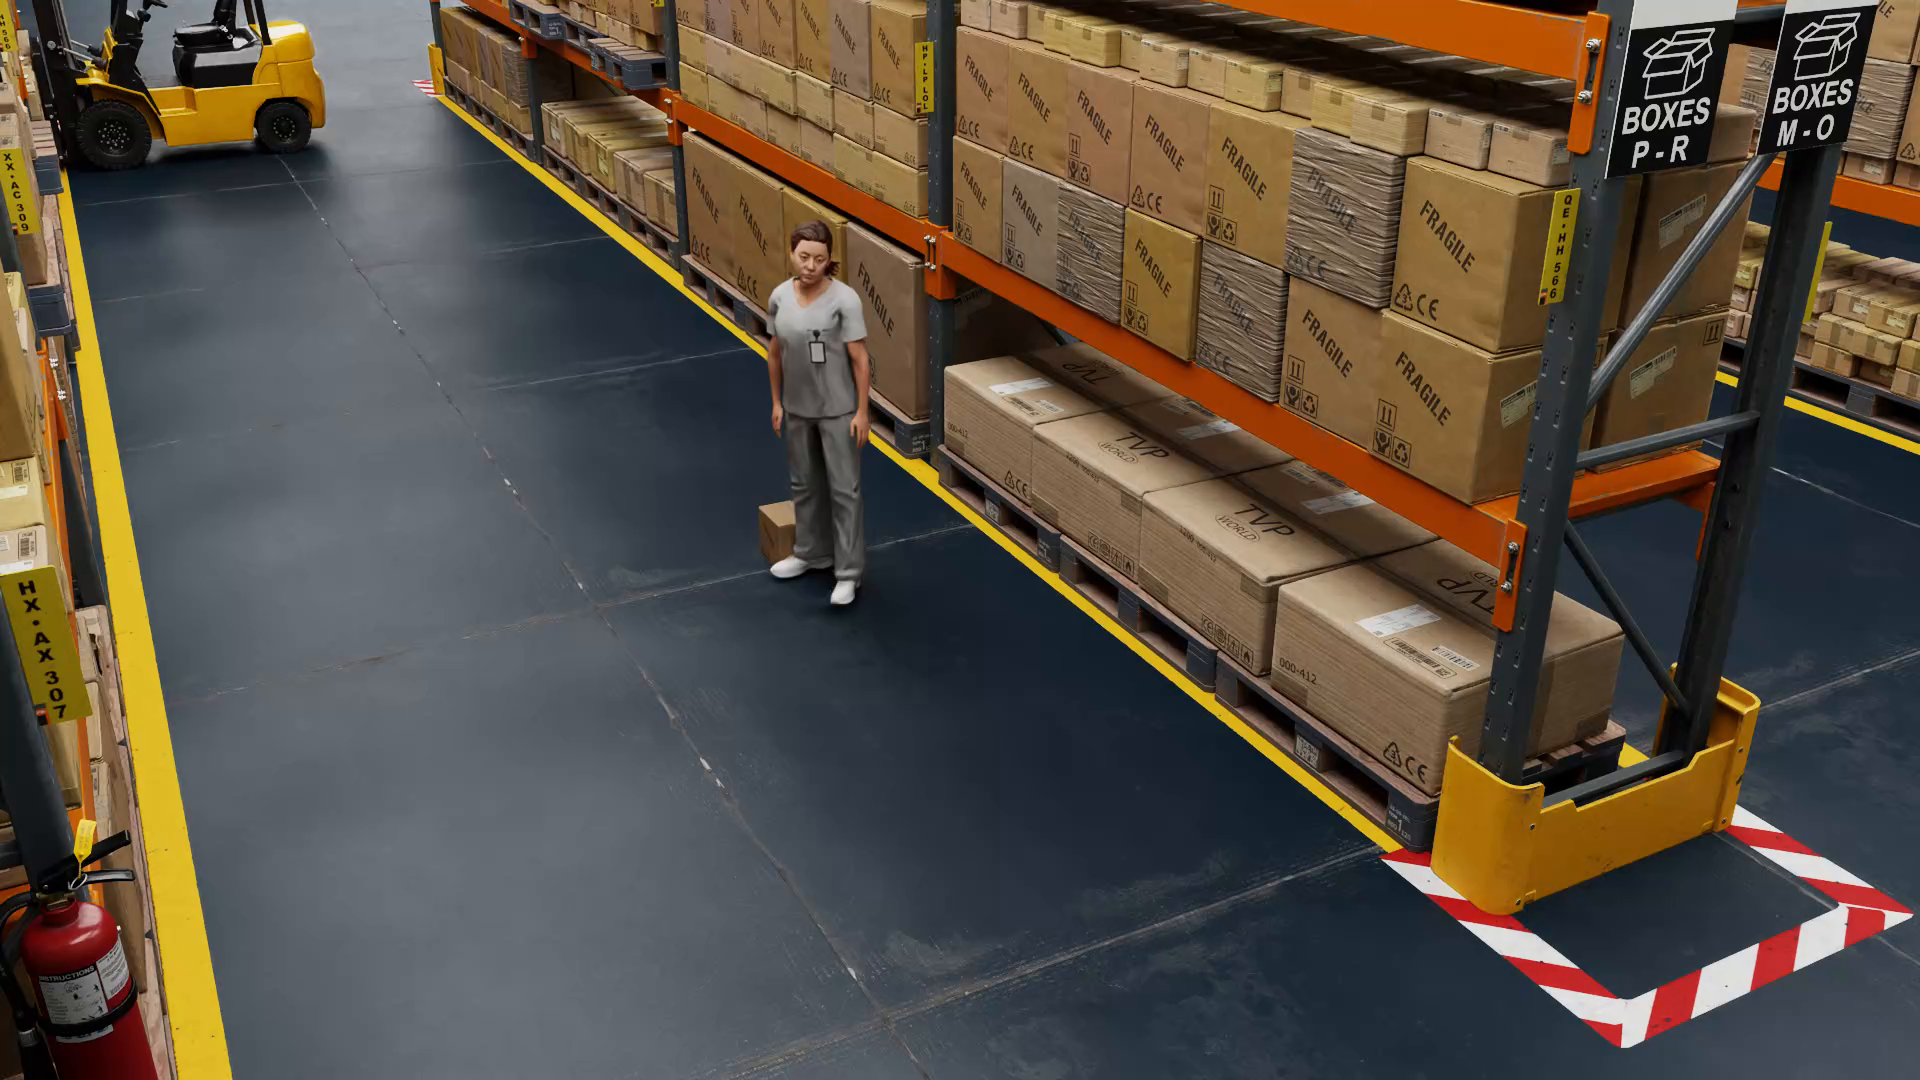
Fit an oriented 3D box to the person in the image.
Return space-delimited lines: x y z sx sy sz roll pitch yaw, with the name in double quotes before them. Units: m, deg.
"person" -0.624 -0.553 7.207 0.526 1.675 0.428 11 28 22
